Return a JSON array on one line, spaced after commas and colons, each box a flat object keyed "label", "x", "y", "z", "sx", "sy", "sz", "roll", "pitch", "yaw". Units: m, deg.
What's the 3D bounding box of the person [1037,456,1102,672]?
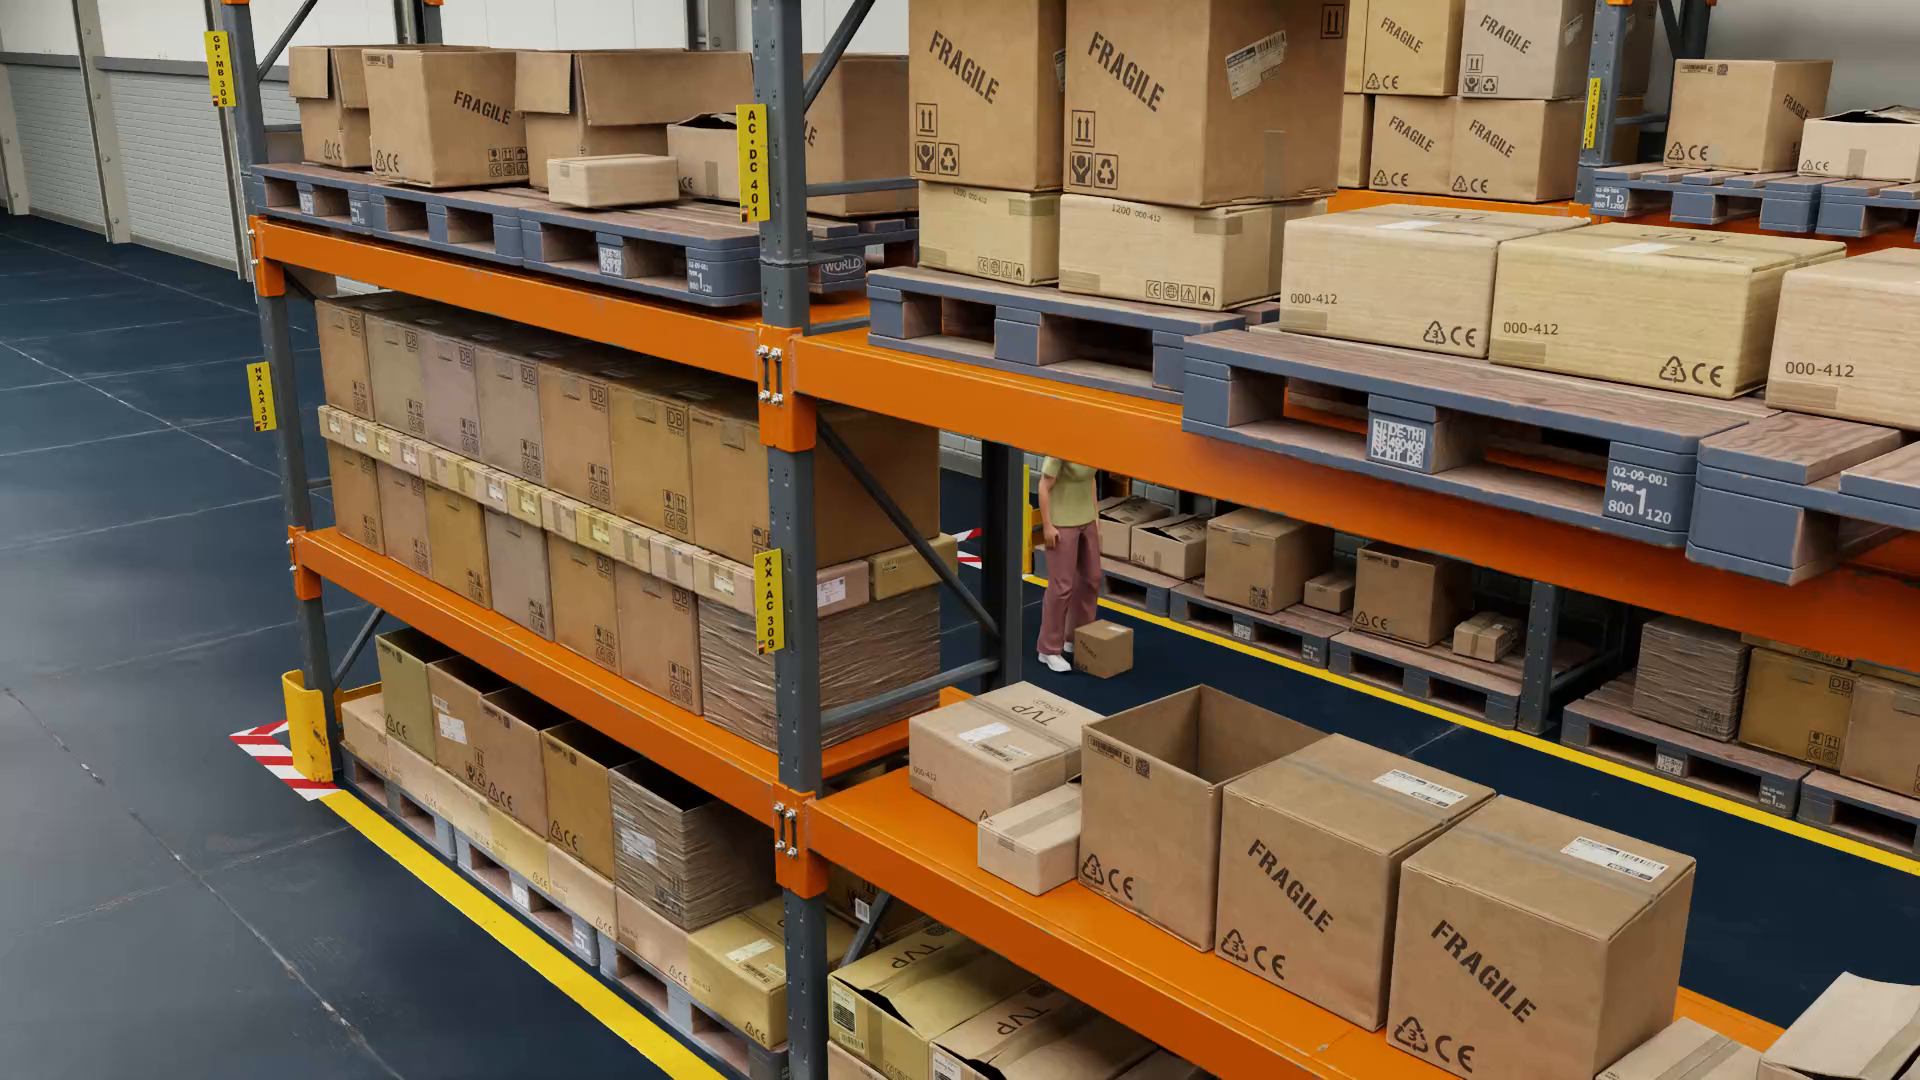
[{"label": "person", "x": 0.677, "y": -0.085, "z": 9.823, "sx": 0.366, "sy": 1.671, "sz": 0.509, "roll": 16, "pitch": 23, "yaw": 41}]
